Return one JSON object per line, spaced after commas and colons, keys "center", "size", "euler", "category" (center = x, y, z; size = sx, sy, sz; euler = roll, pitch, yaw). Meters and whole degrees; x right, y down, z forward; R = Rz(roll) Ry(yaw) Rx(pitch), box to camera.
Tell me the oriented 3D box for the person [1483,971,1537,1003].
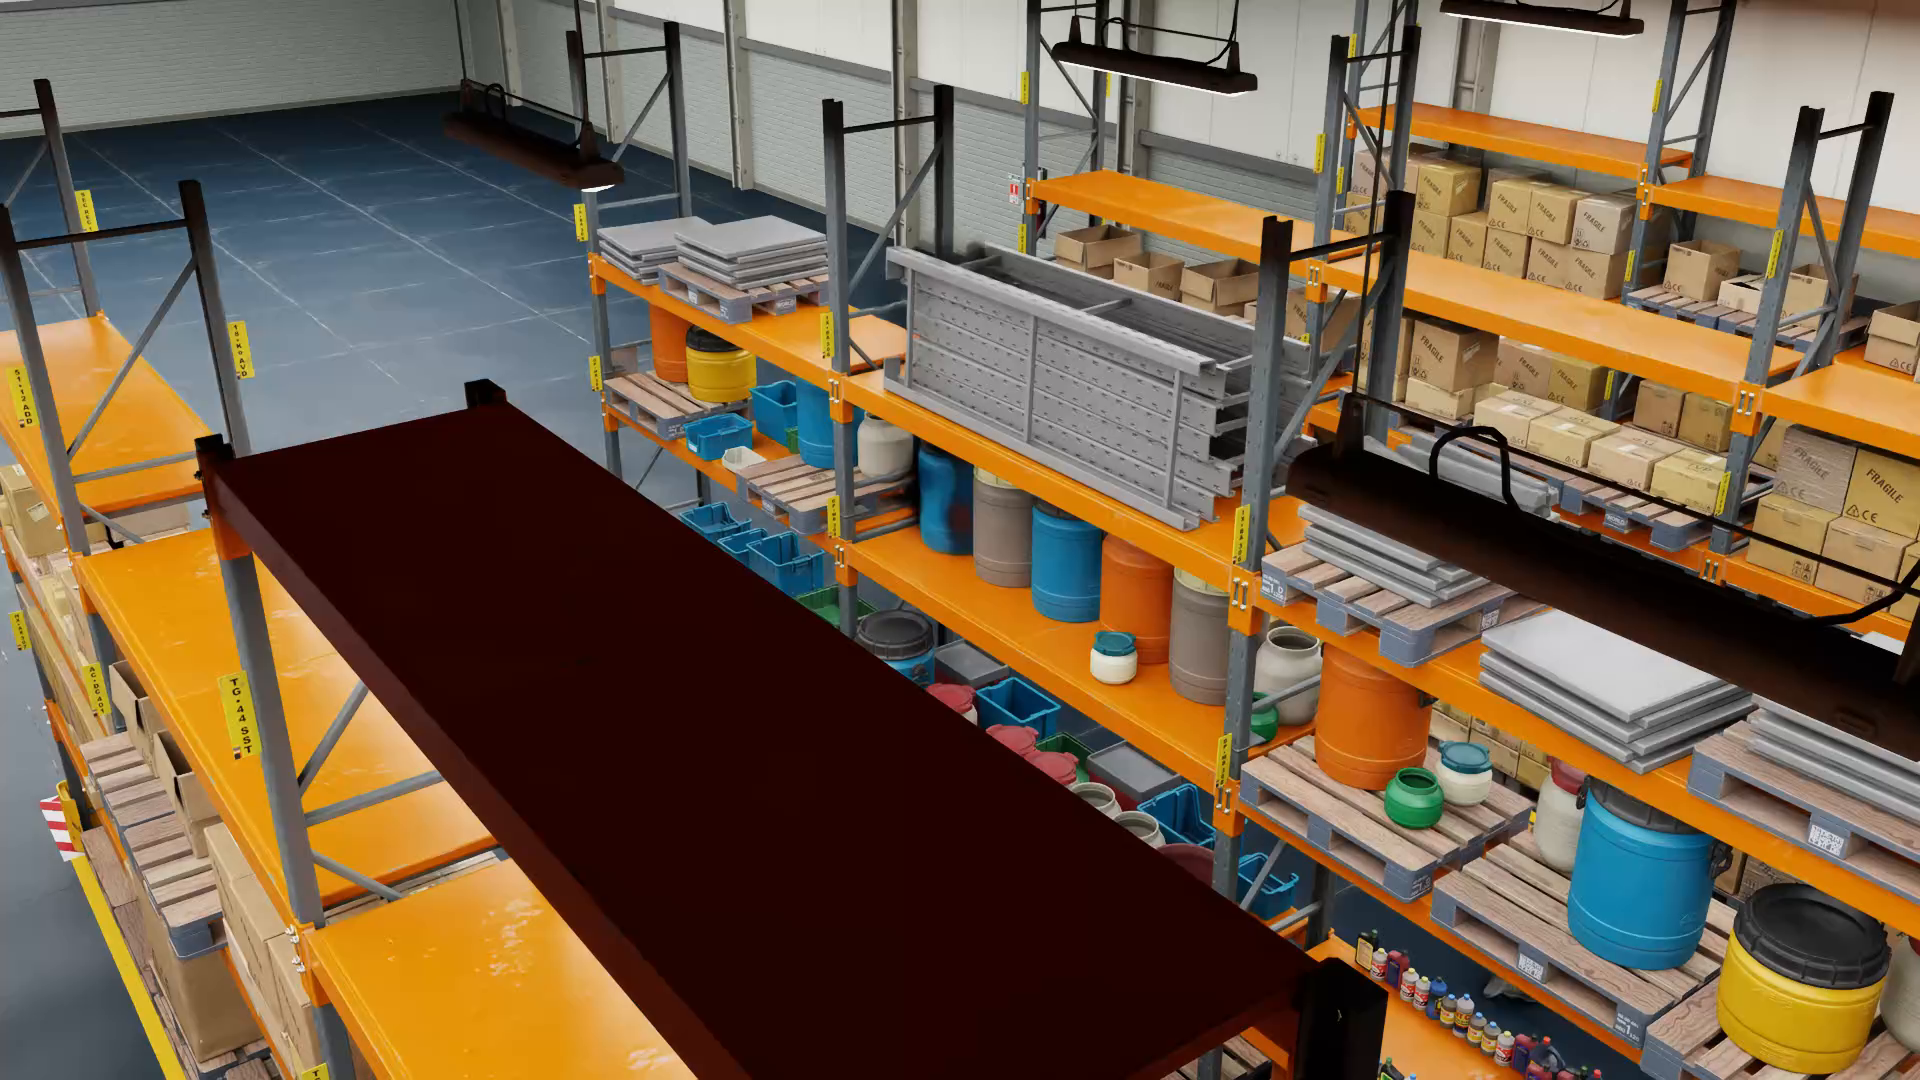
{"center": [3.758, 2.482, 11.826], "size": [0.984, 1.494, 0.655], "euler": [17, 30, 32], "category": "person"}
